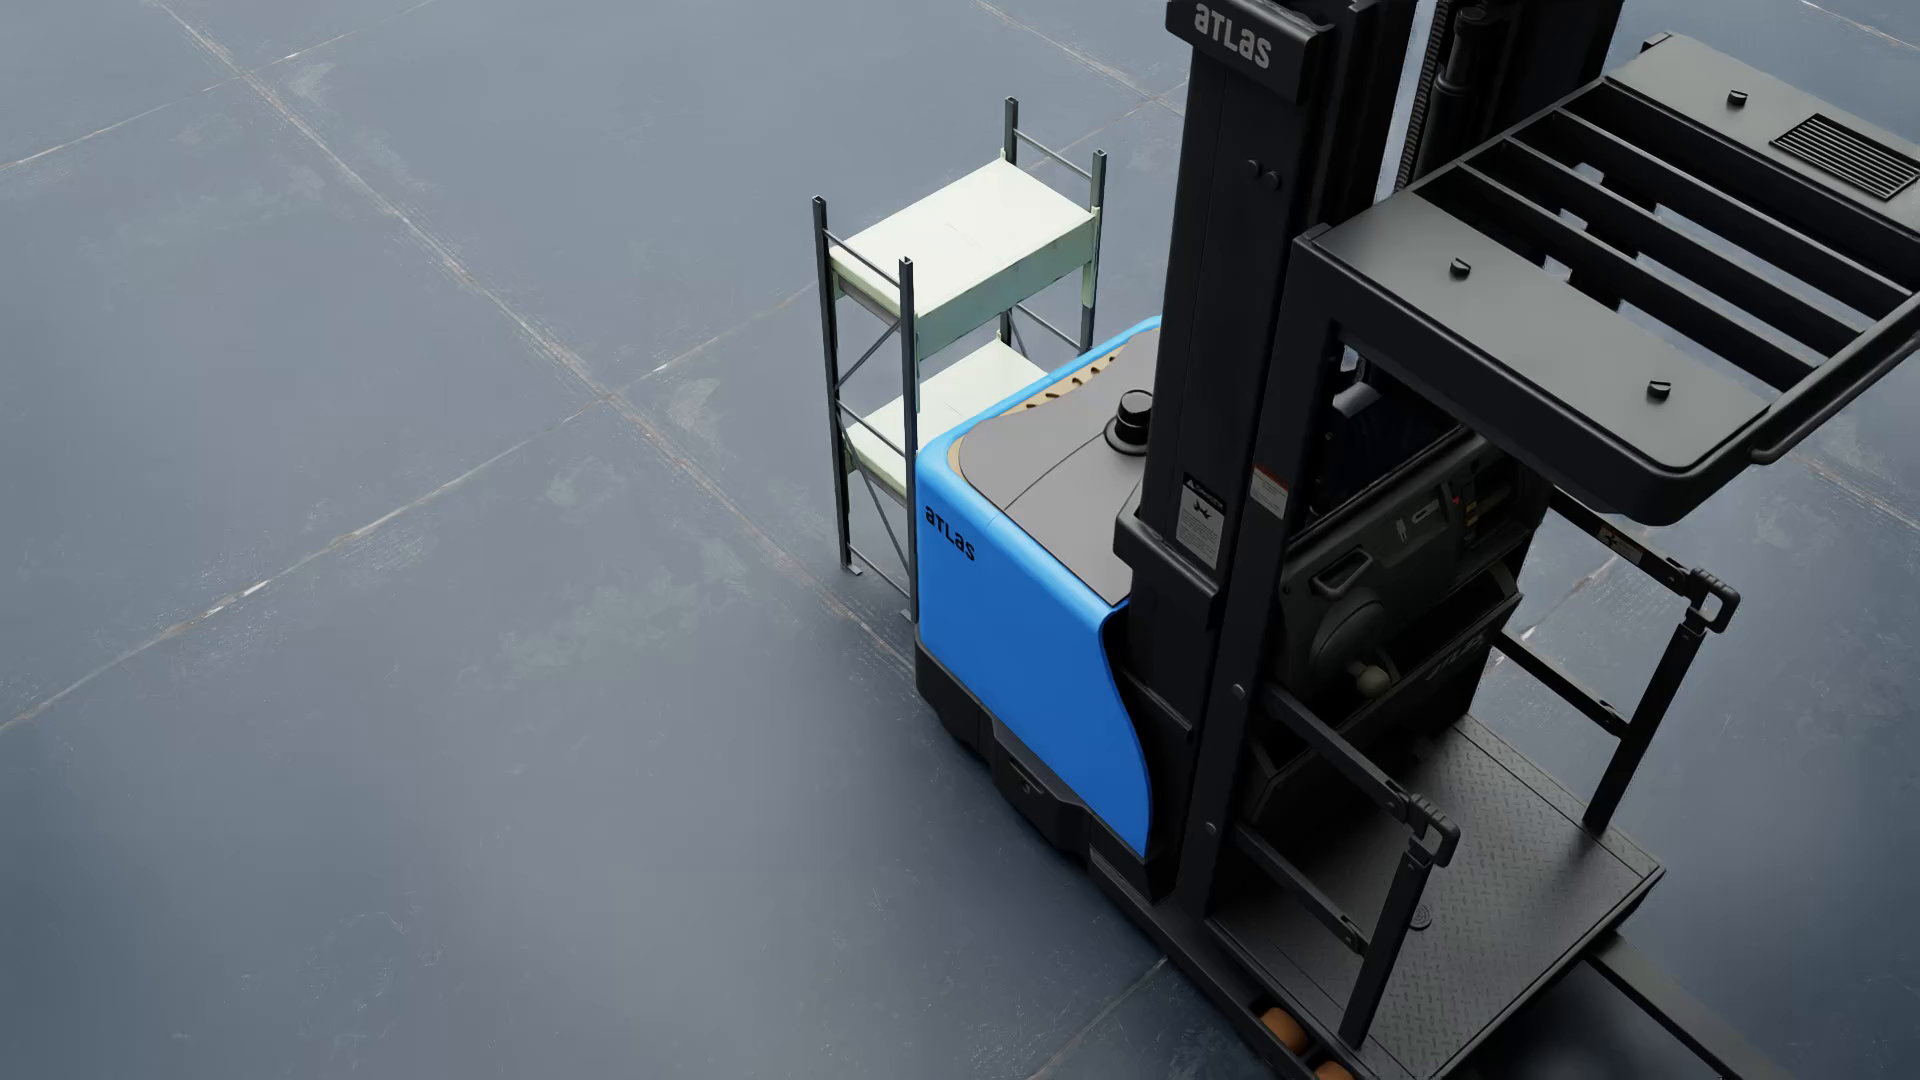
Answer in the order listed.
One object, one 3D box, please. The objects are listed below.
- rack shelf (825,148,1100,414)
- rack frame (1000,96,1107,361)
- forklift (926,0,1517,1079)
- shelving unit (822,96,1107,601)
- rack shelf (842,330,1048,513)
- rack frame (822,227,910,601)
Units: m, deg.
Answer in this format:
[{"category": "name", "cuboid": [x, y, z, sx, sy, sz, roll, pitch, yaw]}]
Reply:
[{"category": "rack shelf", "cuboid": [0.005, -0.777, 4.915, 0.720, 0.370, 0.431, -34, 56, -27]}, {"category": "rack frame", "cuboid": [0.276, -0.693, 5.369, 0.023, 1.500, 0.400, -34, 56, -27]}, {"category": "forklift", "cuboid": [-9.792, -3.346, 6.887, 12.119, 2.867, 22.055, -31, 54, -25]}, {"category": "shelving unit", "cuboid": [0.007, -0.514, 5.203, 0.748, 1.500, 0.431, -34, 56, -27]}, {"category": "rack shelf", "cuboid": [0.005, -0.291, 5.441, 0.720, 0.370, 0.431, -34, 56, -27]}, {"category": "rack frame", "cuboid": [-0.267, -0.332, 5.036, 0.010, 1.308, 0.380, -34, 56, -27]}]
